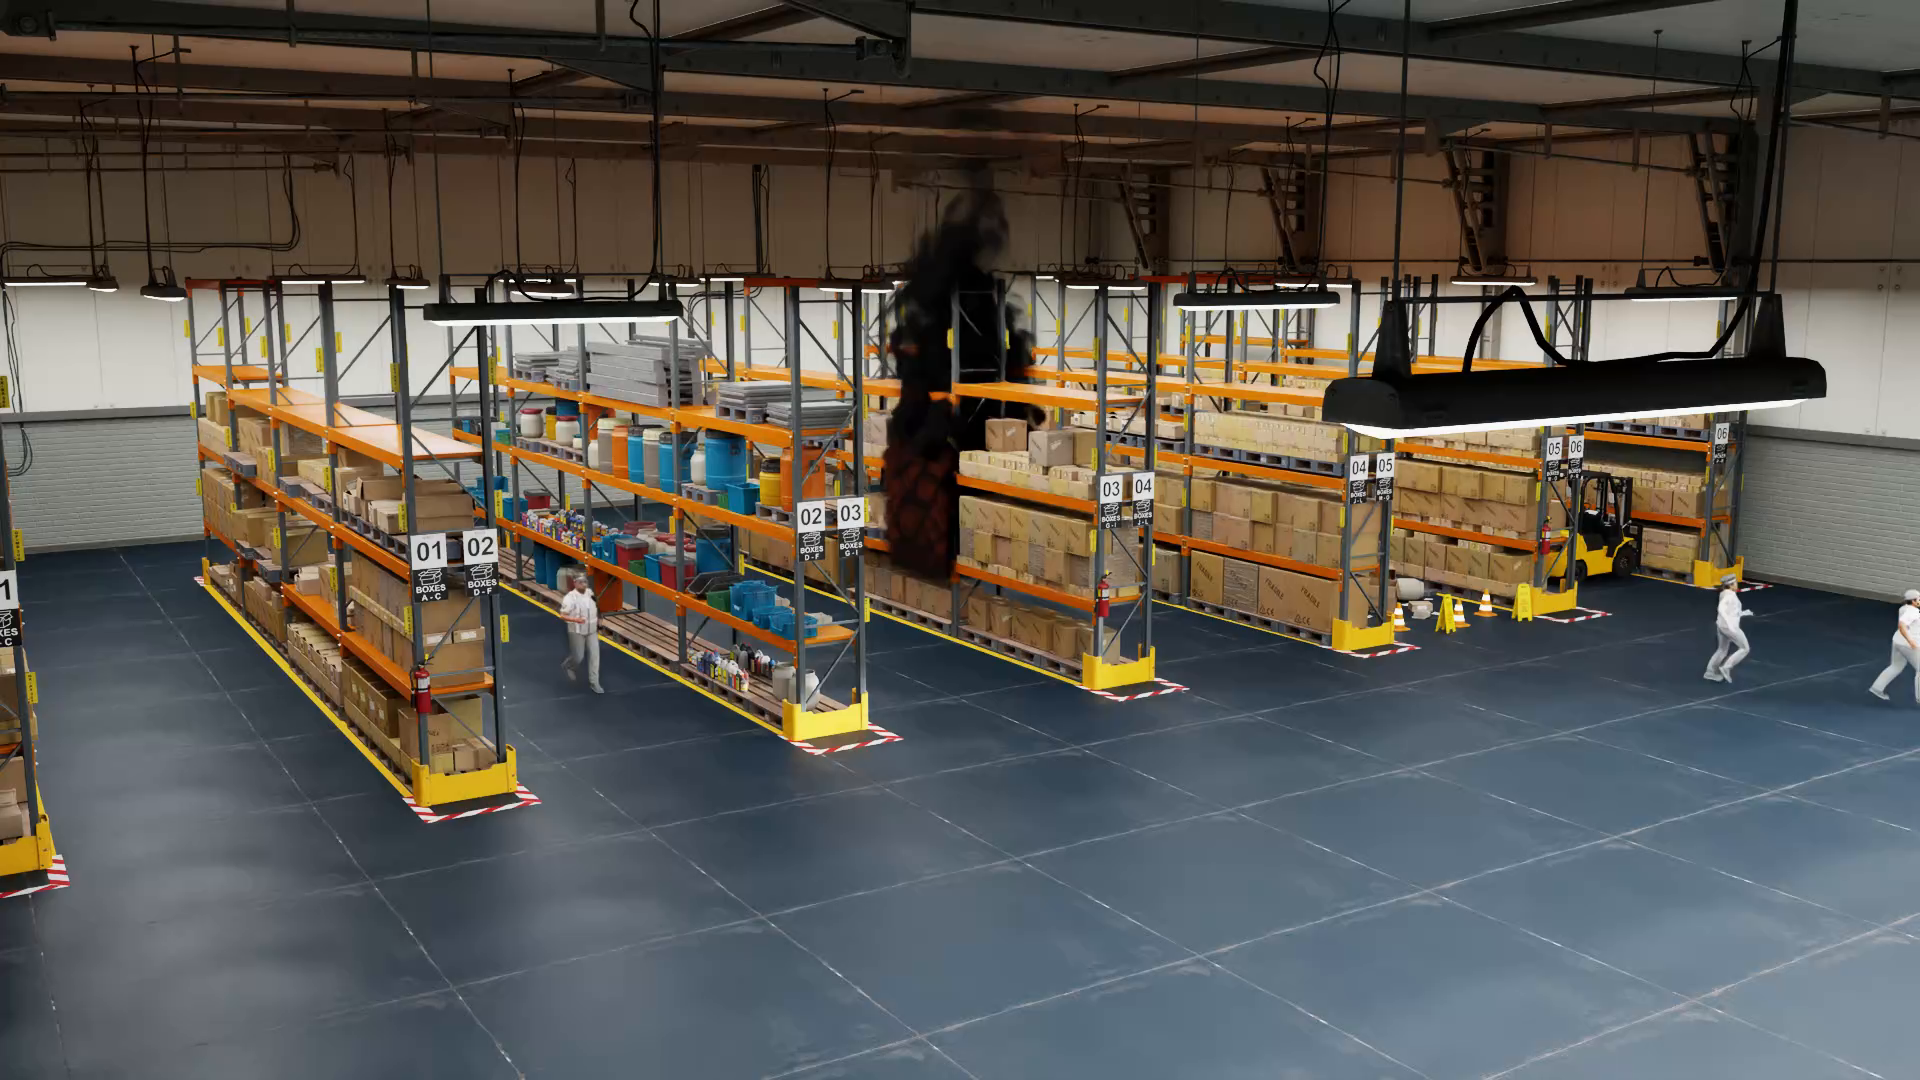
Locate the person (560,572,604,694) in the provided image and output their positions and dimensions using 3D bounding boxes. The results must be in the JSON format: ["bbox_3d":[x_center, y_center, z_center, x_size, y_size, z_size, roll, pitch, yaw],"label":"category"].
[{"bbox_3d":[-5.602,1.344,24.665,0.664,1.779,0.954,-8,13,-40],"label":"person"}]

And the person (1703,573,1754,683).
[{"bbox_3d":[11.602,1.324,25.036,0.649,1.673,0.583,1,10,5],"label":"person"}]

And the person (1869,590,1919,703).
[{"bbox_3d":[13.535,1.552,23.746,0.807,1.711,0.587,1,10,6],"label":"person"}]
